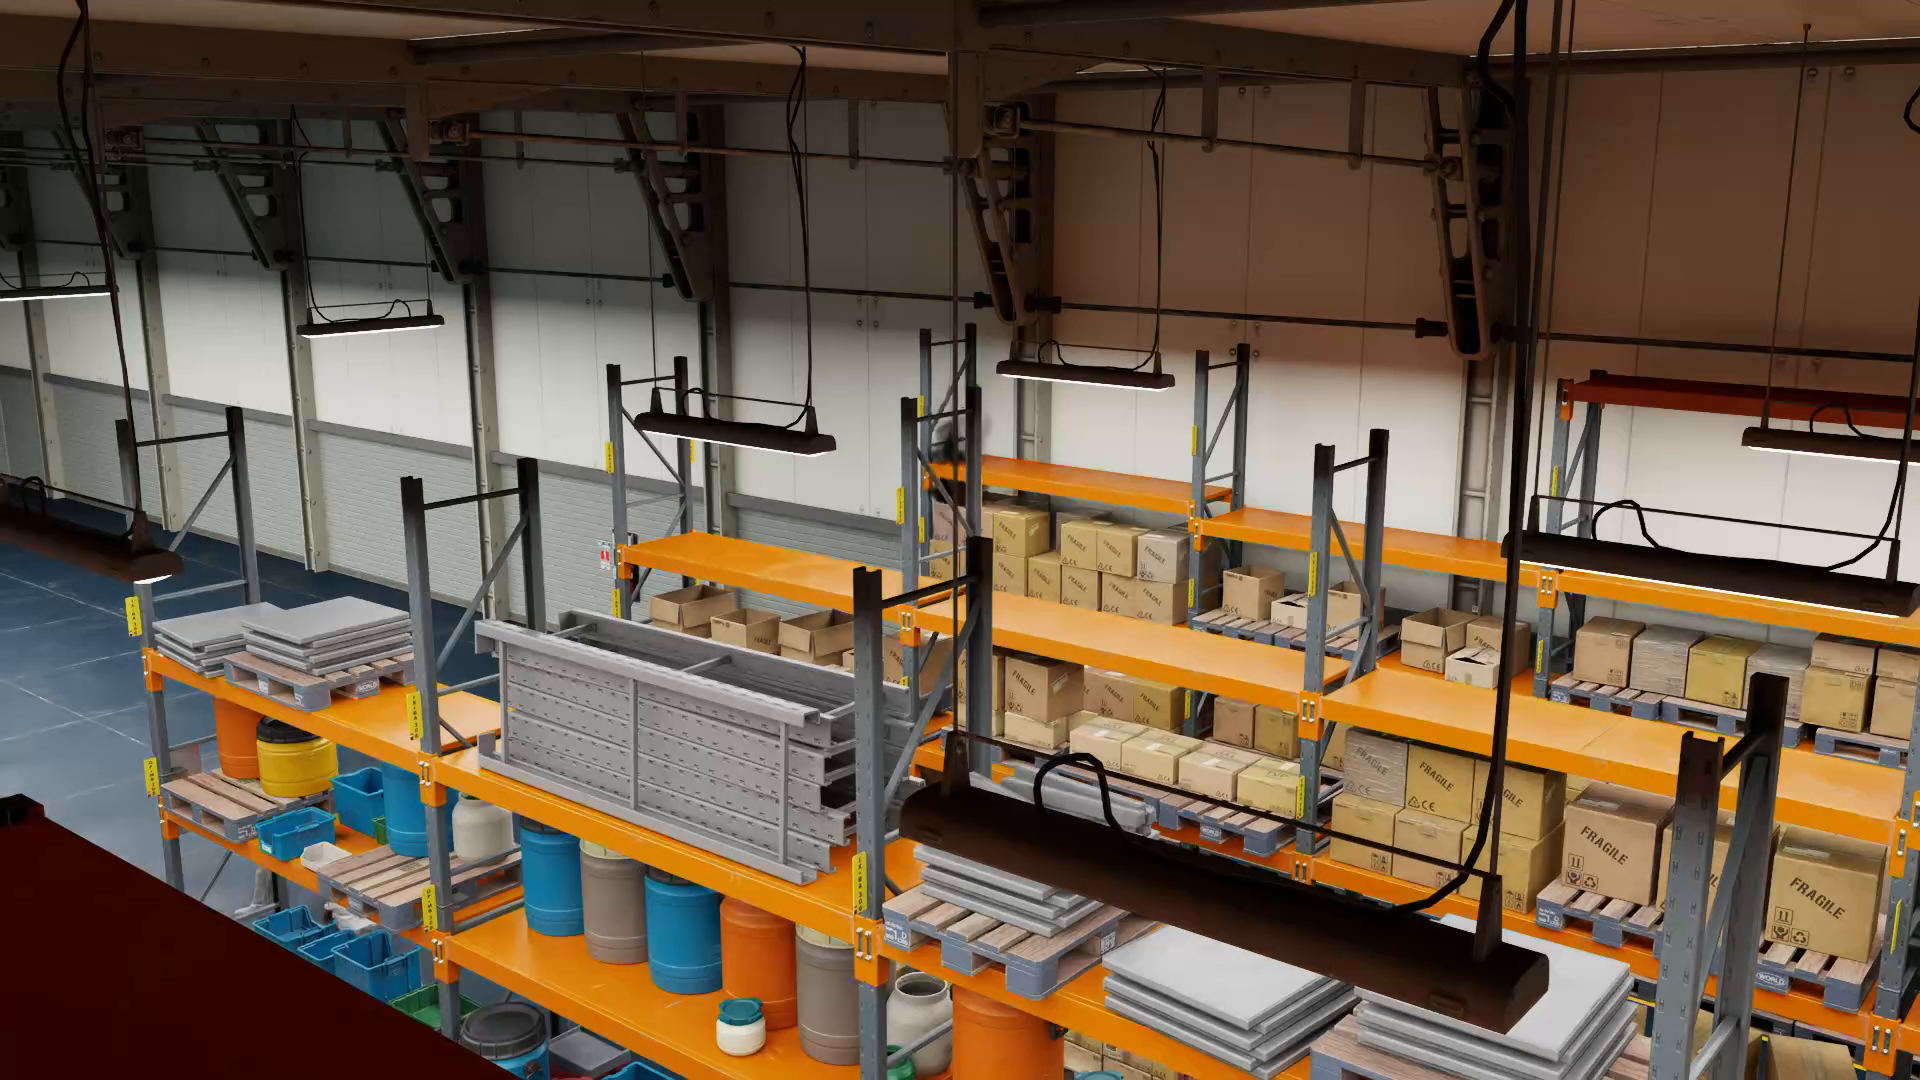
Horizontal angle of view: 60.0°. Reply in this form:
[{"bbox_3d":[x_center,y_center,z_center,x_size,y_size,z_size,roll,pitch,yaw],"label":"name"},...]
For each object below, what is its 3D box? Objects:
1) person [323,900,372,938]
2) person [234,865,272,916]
[{"bbox_3d":[-5.839,3.729,15.979,0.672,1.709,0.585,7,15,29],"label":"person"},{"bbox_3d":[-7.423,3.218,18.057,0.984,1.743,0.677,-6,14,-24],"label":"person"}]
